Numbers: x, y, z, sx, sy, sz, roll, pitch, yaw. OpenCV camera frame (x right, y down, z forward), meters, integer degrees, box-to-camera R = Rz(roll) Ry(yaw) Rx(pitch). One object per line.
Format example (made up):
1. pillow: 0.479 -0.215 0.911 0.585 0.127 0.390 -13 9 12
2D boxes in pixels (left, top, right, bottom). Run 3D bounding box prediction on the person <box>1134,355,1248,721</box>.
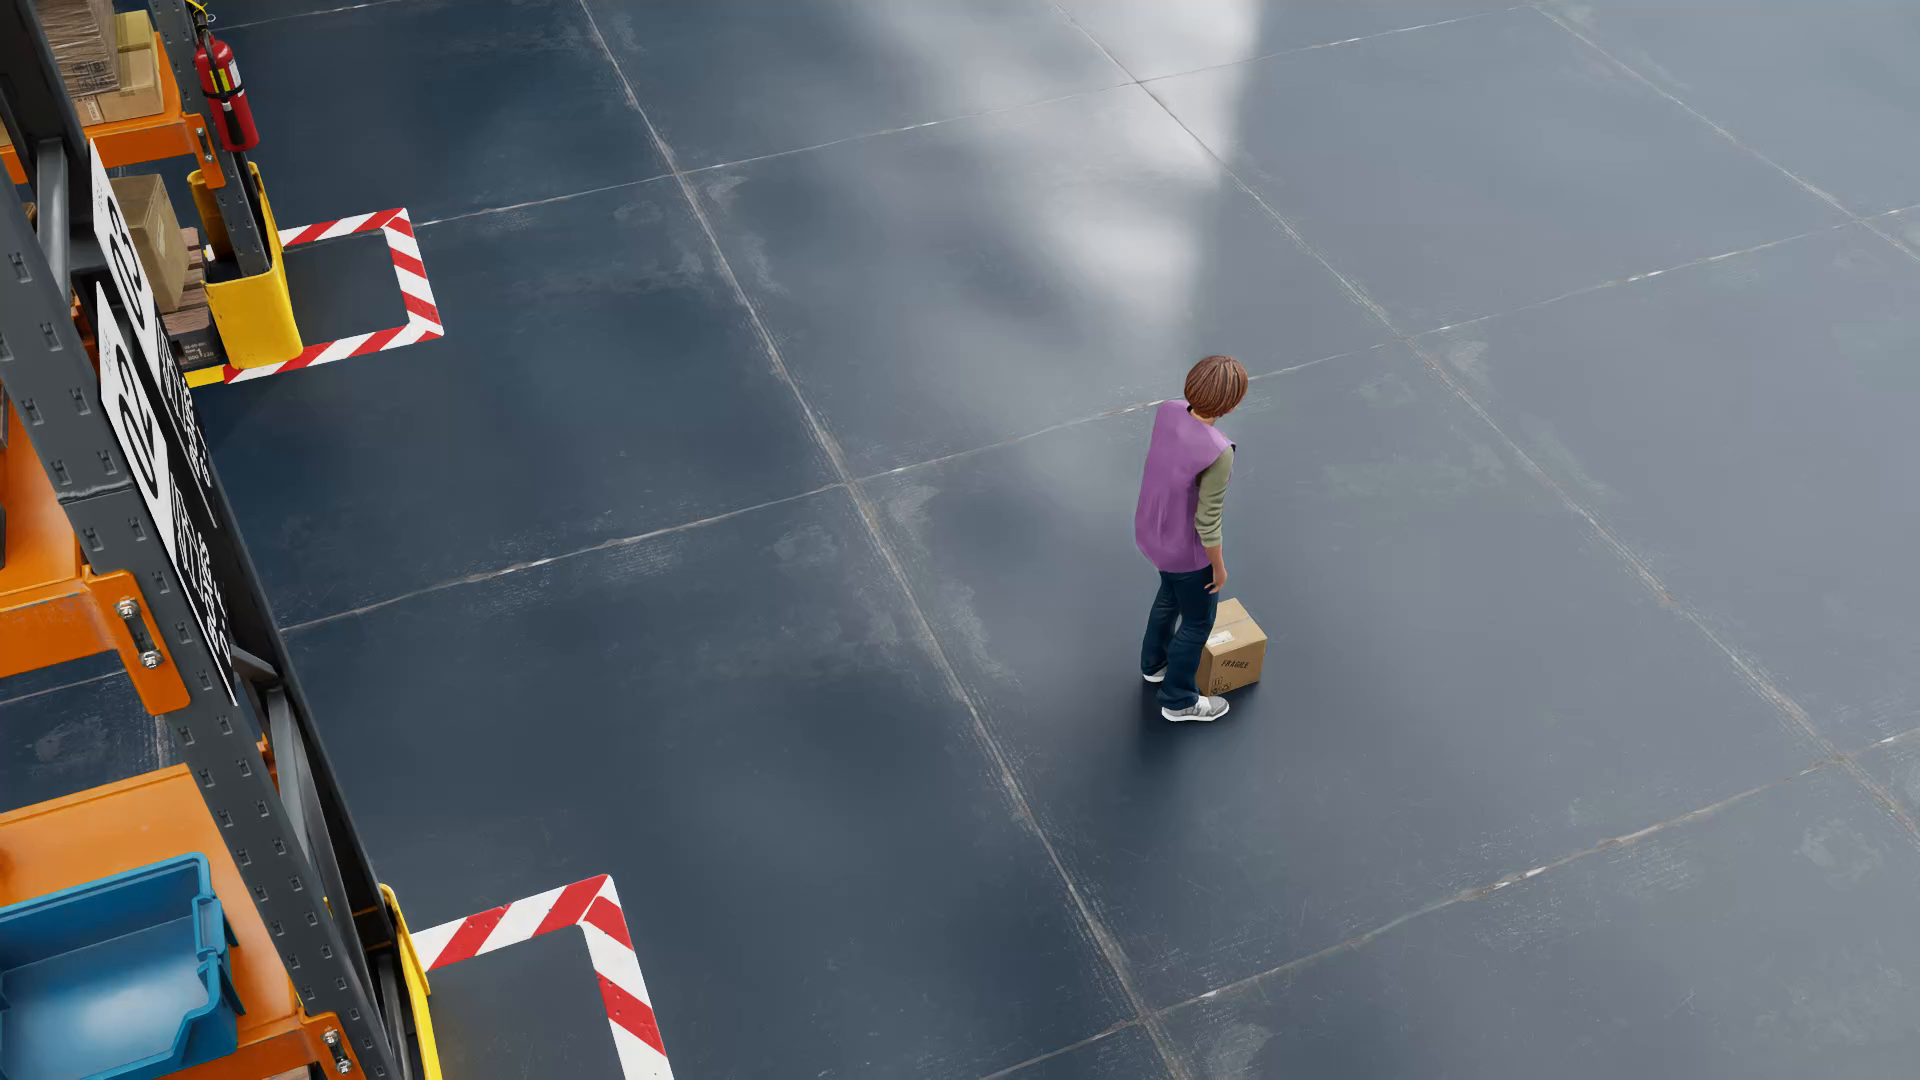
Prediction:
1. person: 0.848 0.007 6.171 0.377 1.580 0.469 -17 45 -18
